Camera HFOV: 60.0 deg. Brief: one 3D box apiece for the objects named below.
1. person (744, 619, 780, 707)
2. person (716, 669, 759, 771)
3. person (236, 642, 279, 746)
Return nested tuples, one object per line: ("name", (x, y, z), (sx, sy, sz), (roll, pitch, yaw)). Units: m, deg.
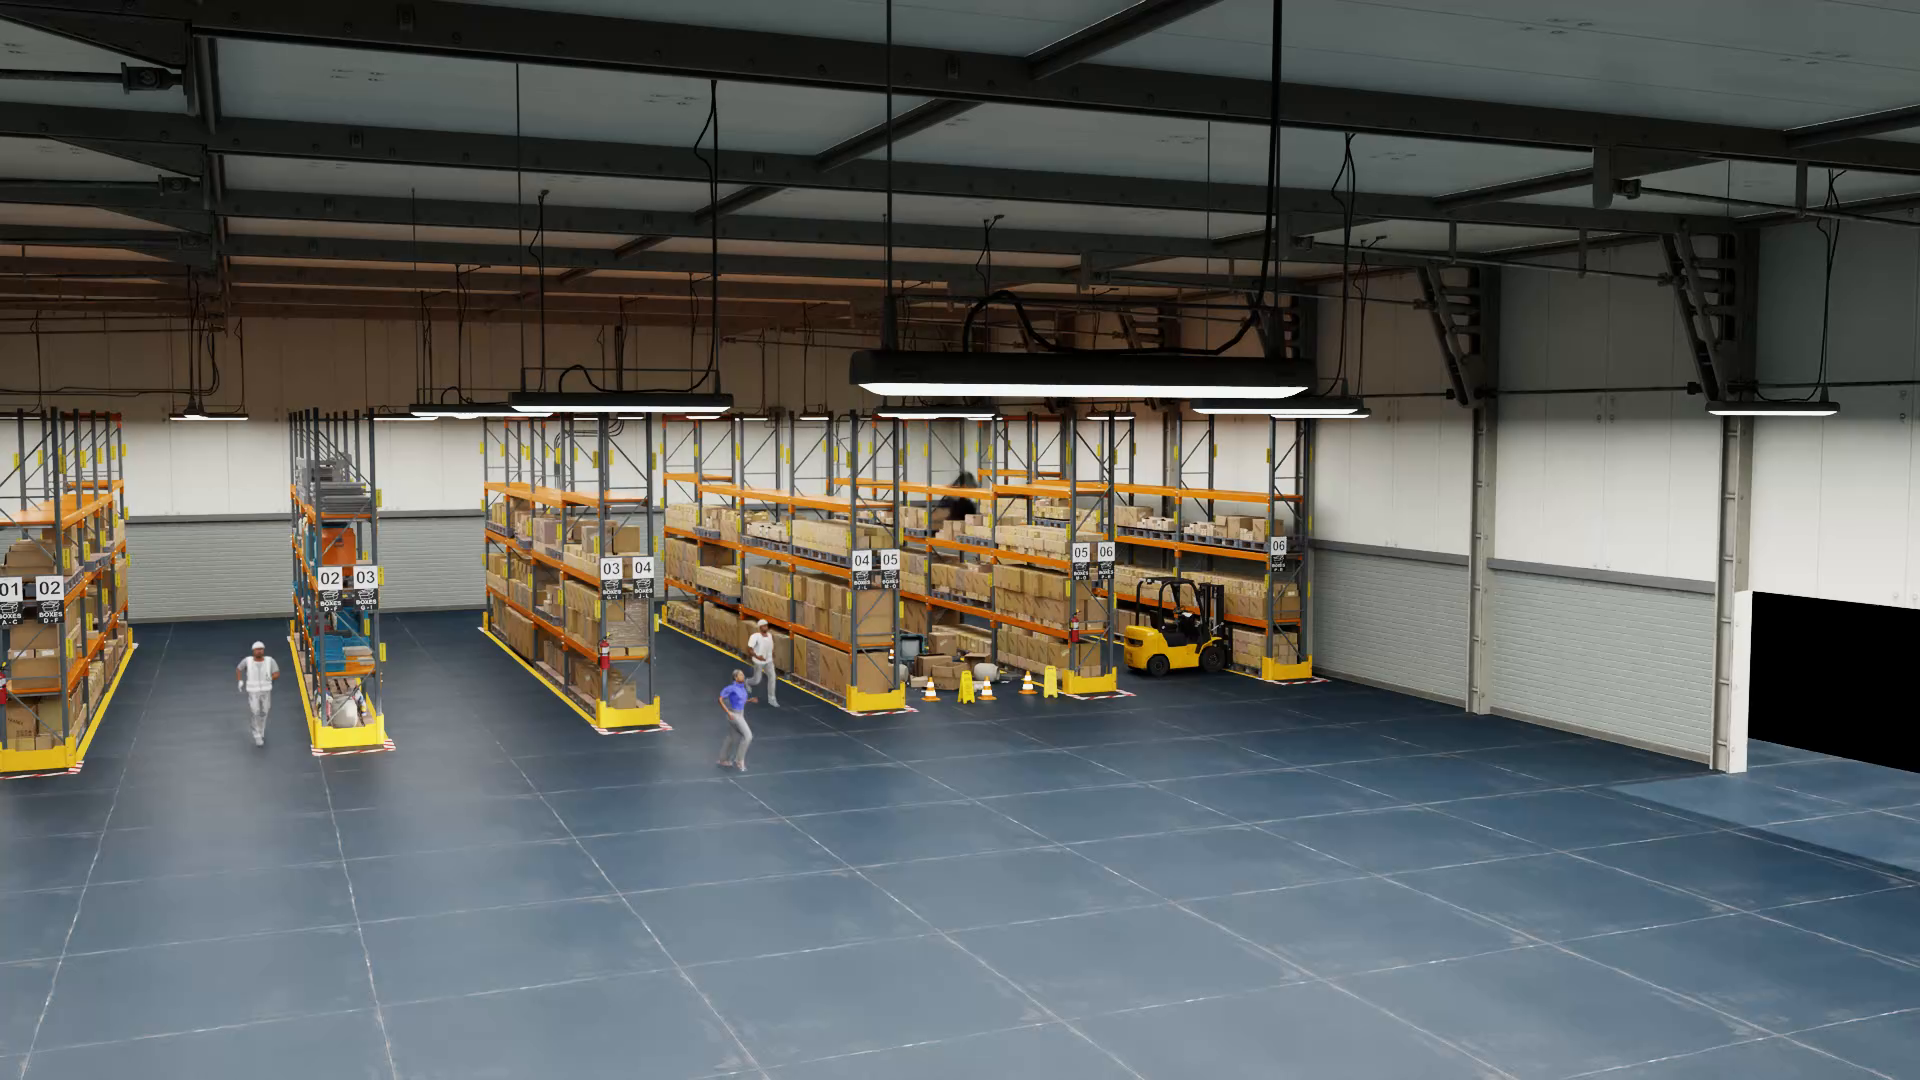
("person", (-4.051, 2.494, 33.934), (0.672, 1.757, 1.091), (-3, 5, -38))
("person", (-3.689, 3.027, 27.576), (0.714, 1.588, 0.545), (1, 4, 7))
("person", (-12.574, 2.722, 29.833), (0.681, 1.807, 0.907), (-3, 5, -33))
